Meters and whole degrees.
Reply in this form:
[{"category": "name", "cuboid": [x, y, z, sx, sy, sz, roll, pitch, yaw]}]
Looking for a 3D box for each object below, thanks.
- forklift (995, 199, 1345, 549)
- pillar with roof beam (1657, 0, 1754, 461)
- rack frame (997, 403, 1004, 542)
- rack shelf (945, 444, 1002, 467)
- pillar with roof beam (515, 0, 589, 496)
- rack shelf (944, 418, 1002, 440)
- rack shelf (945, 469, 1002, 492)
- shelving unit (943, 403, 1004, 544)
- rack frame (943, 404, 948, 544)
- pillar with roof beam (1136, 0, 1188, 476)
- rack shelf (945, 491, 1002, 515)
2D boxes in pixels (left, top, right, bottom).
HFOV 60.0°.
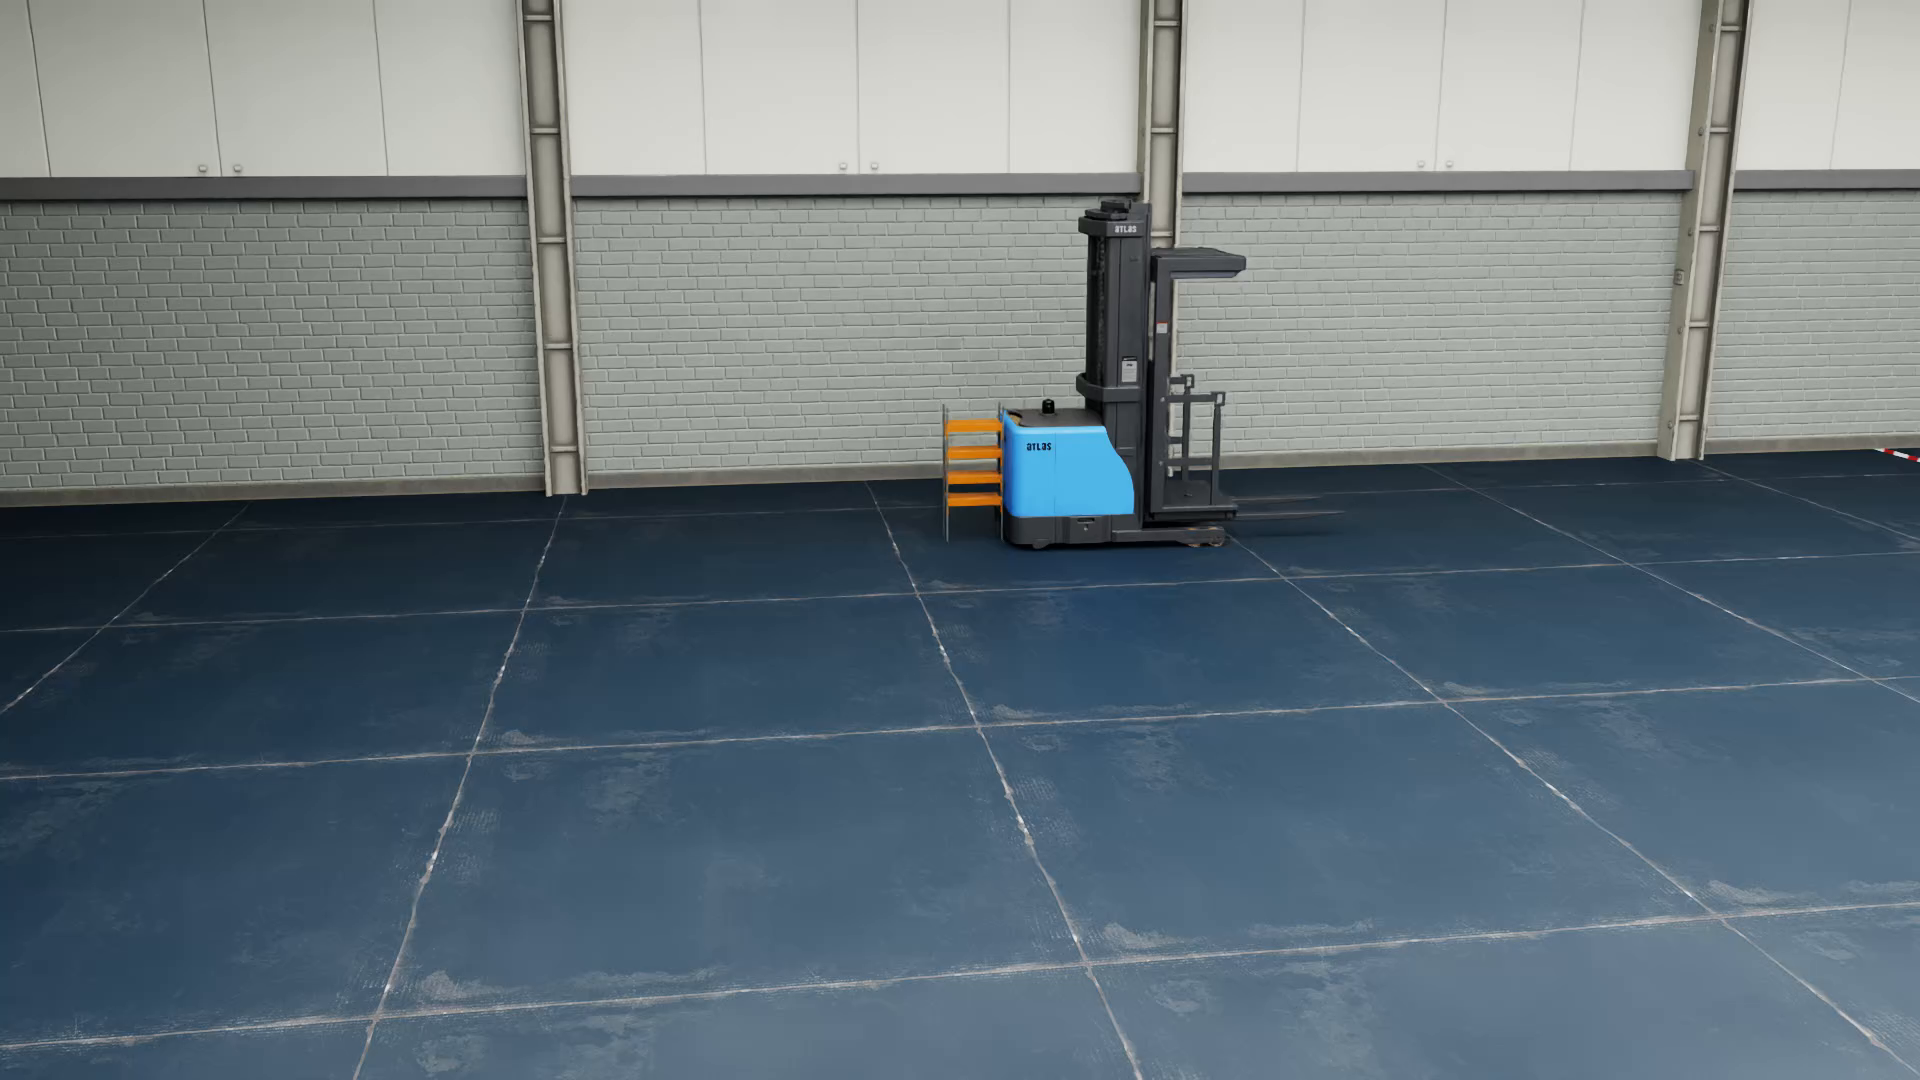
[{"category": "forklift", "cuboid": [1.879, -1.485, 14.617, 3.031, 2.935, 1.130, -2, 14, -7]}, {"category": "pillar with roof beam", "cuboid": [8.583, -4.242, 13.136, 0.400, 9.000, 9.100, -2, 14, -8]}, {"category": "rack frame", "cuboid": [0.356, -0.595, 14.628, 0.015, 1.200, 0.240, -2, 14, -7]}, {"category": "rack shelf", "cuboid": [0.114, -0.739, 14.561, 0.480, 0.148, 0.258, -2, 14, -7]}, {"category": "pillar with roof beam", "cuboid": [-3.283, -3.807, 11.402, 0.400, 9.000, 9.100, -2, 14, -8]}, {"category": "rack shelf", "cuboid": [0.114, -0.969, 14.503, 0.480, 0.148, 0.258, -2, 14, -7]}, {"category": "rack shelf", "cuboid": [0.114, -0.522, 14.615, 0.480, 0.148, 0.258, -2, 14, -7]}, {"category": "shelving unit", "cuboid": [0.114, -0.588, 14.599, 0.503, 1.200, 0.258, -2, 14, -7]}, {"category": "rack frame", "cuboid": [-0.128, -0.580, 14.569, 0.015, 1.200, 0.240, -2, 14, -7]}, {"category": "pillar with roof beam", "cuboid": [2.650, -4.024, 12.269, 0.400, 9.000, 9.100, -2, 14, -8]}, {"category": "rack shelf", "cuboid": [0.114, -0.330, 14.663, 0.480, 0.148, 0.258, -2, 14, -7]}]
